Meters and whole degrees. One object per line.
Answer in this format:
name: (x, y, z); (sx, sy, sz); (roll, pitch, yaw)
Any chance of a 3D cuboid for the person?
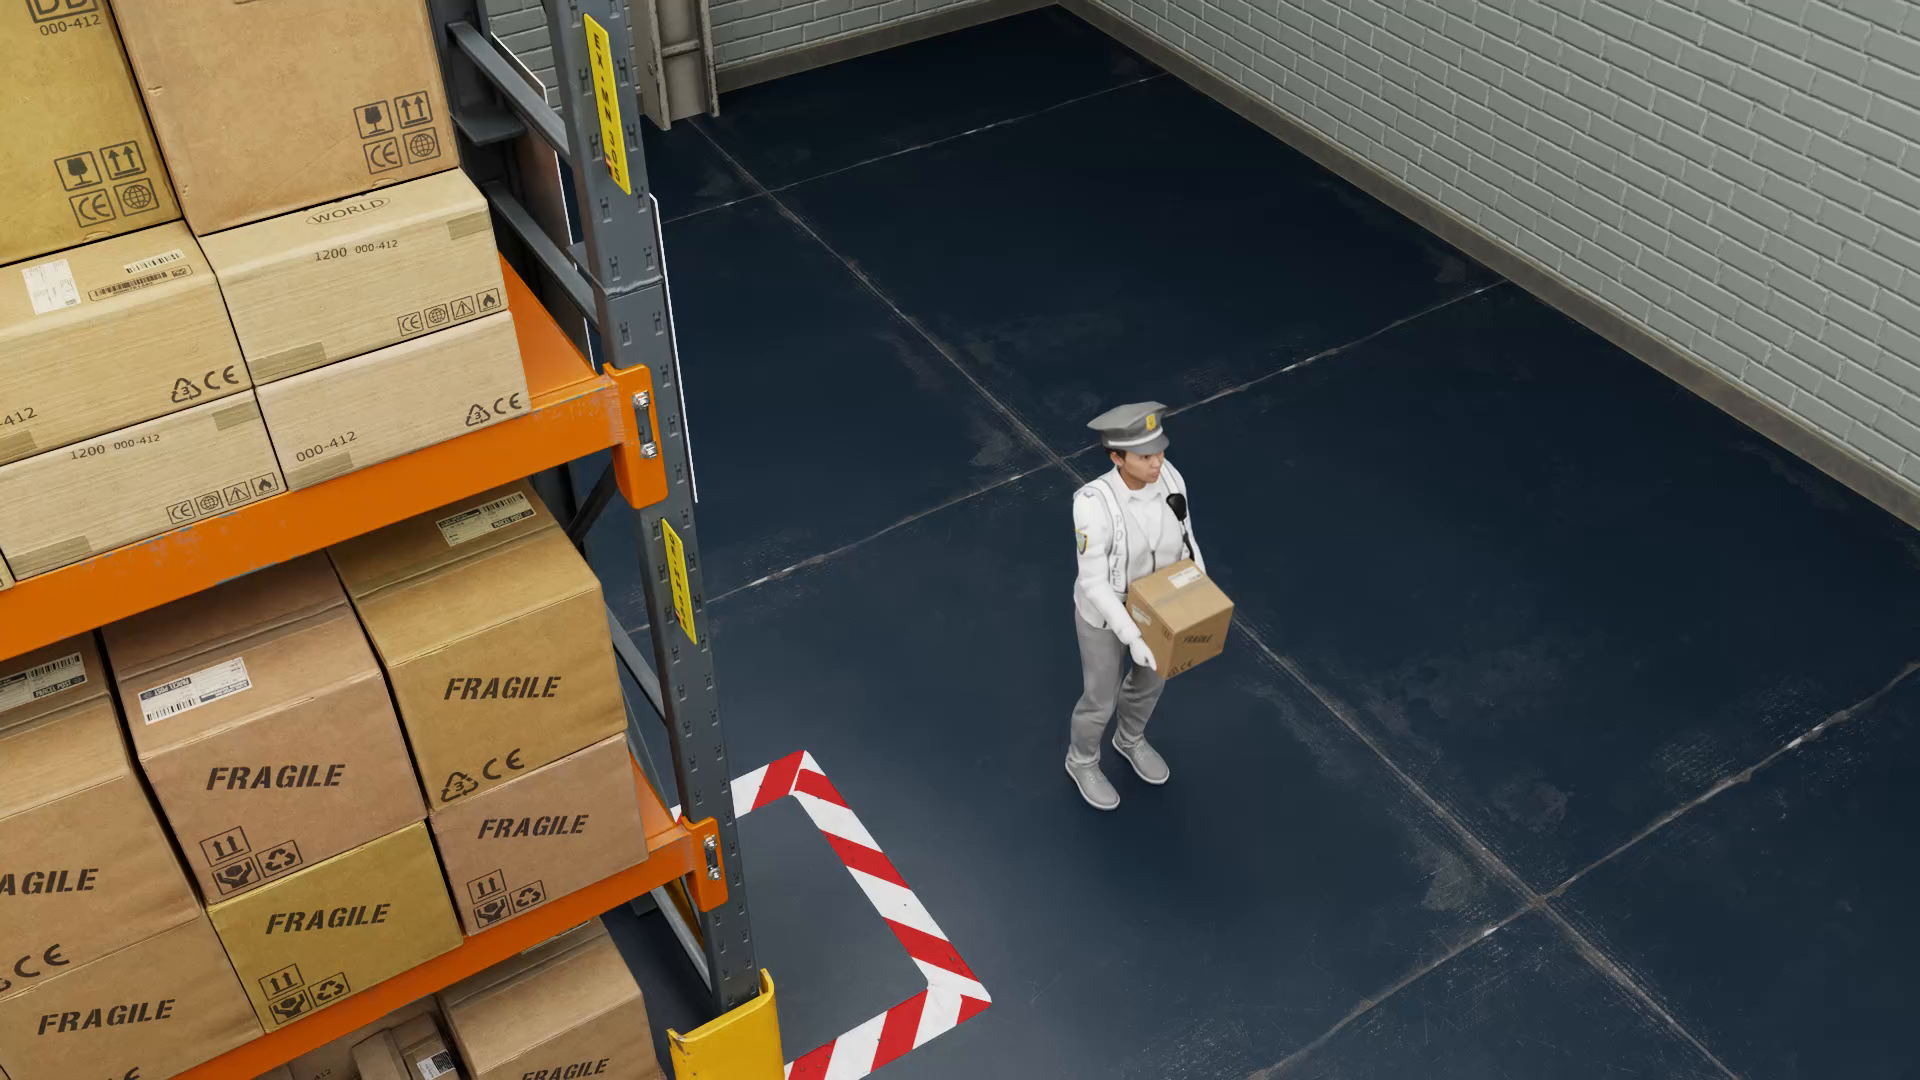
person: (0.624, 0.274, 5.822); (0.461, 1.687, 0.556); (-23, 46, -24)
